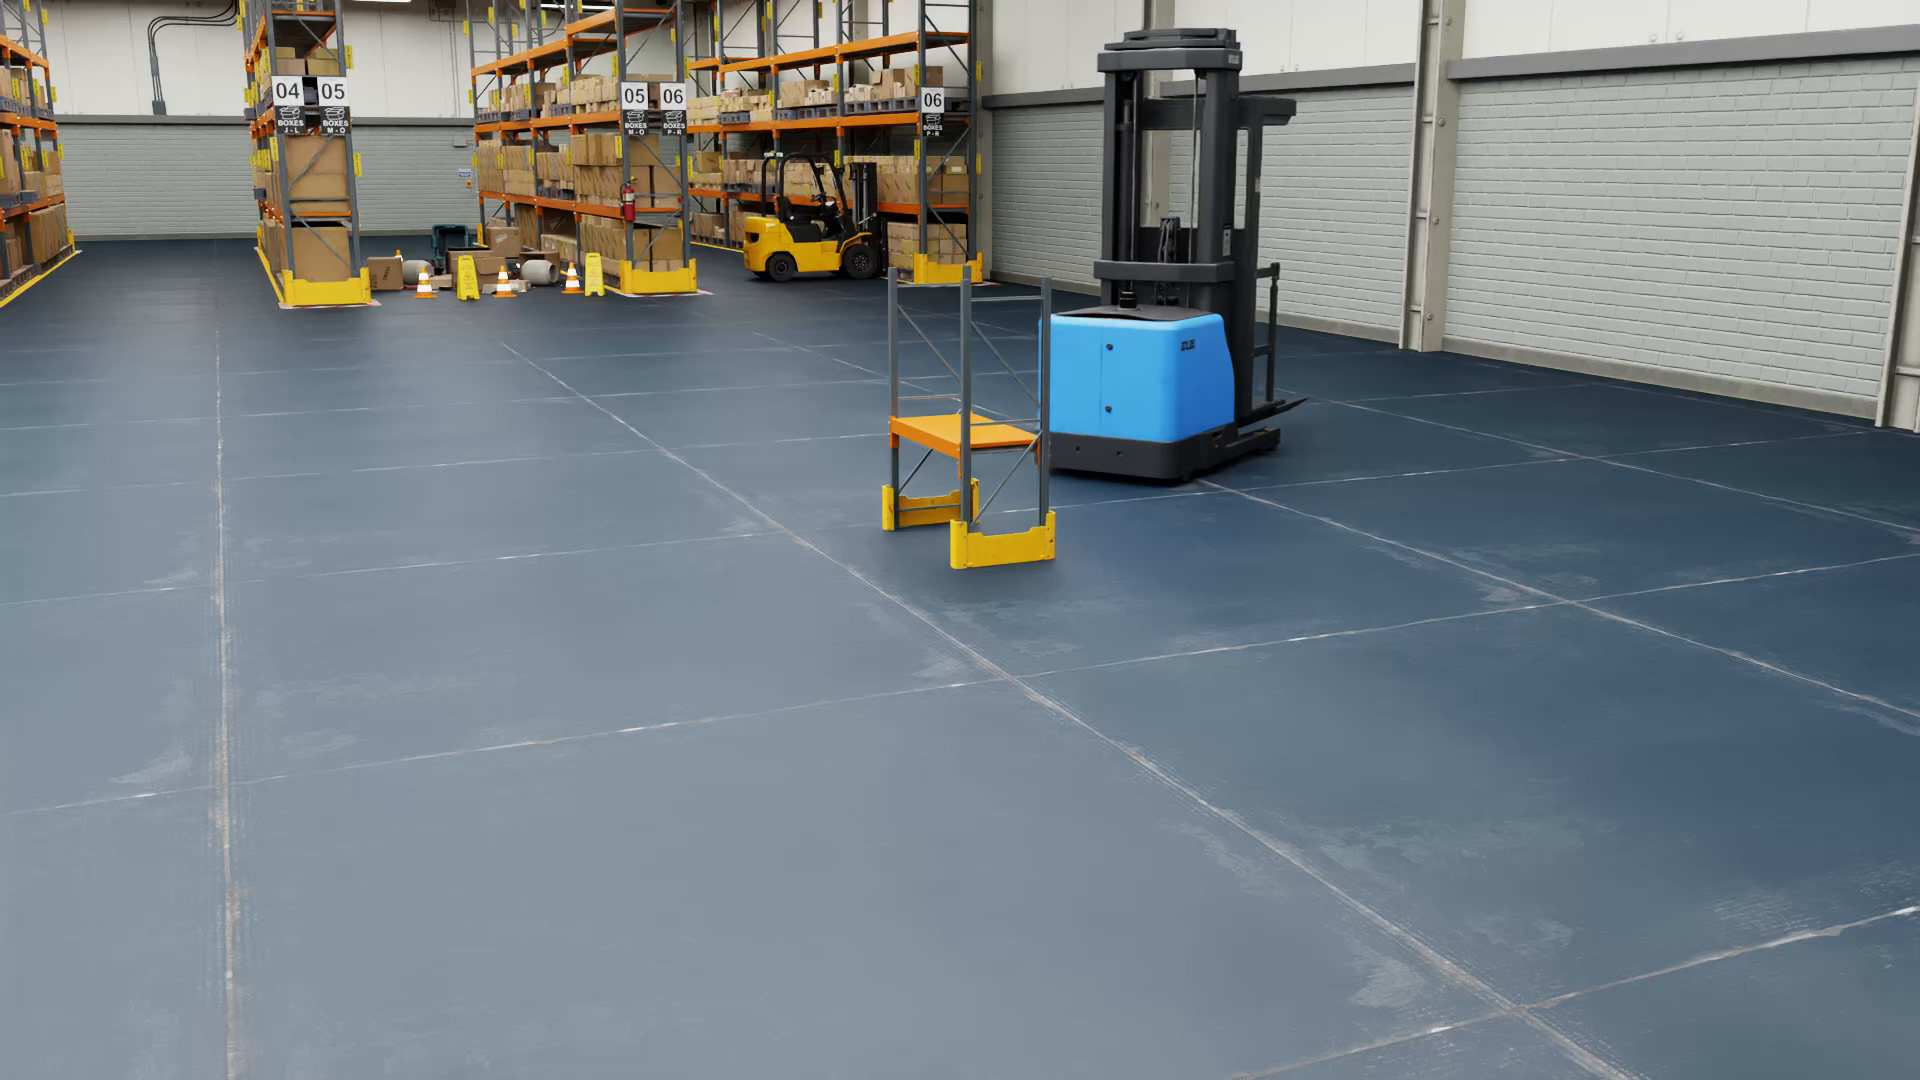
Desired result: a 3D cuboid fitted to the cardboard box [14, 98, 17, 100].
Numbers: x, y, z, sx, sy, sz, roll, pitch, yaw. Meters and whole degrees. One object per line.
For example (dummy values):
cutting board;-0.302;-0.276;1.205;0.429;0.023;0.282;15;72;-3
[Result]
cardboard box;-17.875;-8.290;30.723;0.797;0.503;0.637;-6;14;-24

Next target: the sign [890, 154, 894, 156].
sign;-1.300;-7.182;31.654;0.100;0.325;0.005;-6;14;-23

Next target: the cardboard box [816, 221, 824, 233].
cardboard box;-2.331;-5.987;32.920;0.875;0.625;0.625;-6;14;-24

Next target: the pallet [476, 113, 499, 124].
pallet;-10.855;-9.967;39.327;1.003;0.211;1.213;-6;14;-23

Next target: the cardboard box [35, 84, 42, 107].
cardboard box;-19.299;-9.132;34.147;0.700;0.500;0.500;-5;14;-20

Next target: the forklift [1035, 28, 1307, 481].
forklift;1.702;-2.097;11.932;1.130;2.935;3.031;8;15;30

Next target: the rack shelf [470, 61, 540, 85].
rack shelf;-10.361;-10.666;37.978;1.077;0.370;4.000;-6;14;-23

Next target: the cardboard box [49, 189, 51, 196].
cardboard box;-18.559;-7.003;33.532;0.380;0.149;0.250;-6;14;-25

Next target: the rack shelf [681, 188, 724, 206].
rack shelf;-5.814;-8.387;40.550;1.077;0.370;4.000;-6;14;-23

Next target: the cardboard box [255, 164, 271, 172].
cardboard box;-13.069;-7.013;31.323;0.380;0.149;0.250;-6;14;-25

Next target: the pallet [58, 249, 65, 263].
pallet;-18.873;-5.786;33.899;1.003;0.211;1.213;-6;14;-23

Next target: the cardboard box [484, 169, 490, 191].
cardboard box;-10.817;-8.416;38.860;0.500;0.500;0.500;-6;14;-23

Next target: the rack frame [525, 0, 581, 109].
rack frame;-7.957;-9.971;32.496;1.000;3.000;0.127;-6;14;-23

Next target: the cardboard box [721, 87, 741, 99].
cardboard box;-5.212;-10.169;37.830;0.396;0.266;0.258;-6;14;-24

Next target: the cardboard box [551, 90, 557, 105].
cardboard box;-7.320;-8.248;31.472;0.797;0.503;0.637;-6;14;-23

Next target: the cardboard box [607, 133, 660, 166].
cardboard box;-5.157;-6.162;26.244;0.700;0.500;0.500;-6;14;-24

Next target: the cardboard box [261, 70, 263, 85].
cardboard box;-10.911;-7.414;26.621;0.500;0.250;0.500;-6;14;-23

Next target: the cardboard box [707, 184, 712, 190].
cardboard box;-5.831;-8.455;39.806;0.380;0.149;0.250;-6;14;-24

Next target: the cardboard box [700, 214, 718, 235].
cardboard box;-6.030;-7.704;40.617;0.500;0.500;0.500;-5;14;-22

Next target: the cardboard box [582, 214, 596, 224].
cardboard box;-6.371;-5.591;28.940;0.380;0.149;0.250;-5;14;-22

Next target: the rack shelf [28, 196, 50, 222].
rack shelf;-17.839;-6.216;31.171;1.077;0.370;4.000;-6;14;-23

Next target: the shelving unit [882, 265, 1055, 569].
shelving unit;0.031;-0.715;9.133;0.587;1.500;1.083;-6;14;-23

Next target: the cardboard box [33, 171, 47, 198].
cardboard box;-18.202;-6.957;32.553;0.500;0.500;0.500;-6;14;-23

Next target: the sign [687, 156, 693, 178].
sign;-4.256;-5.867;26.145;0.100;0.325;0.005;-6;14;-23

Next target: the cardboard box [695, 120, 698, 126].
cardboard box;-6.176;-10.077;40.163;0.380;0.149;0.250;-6;14;-23

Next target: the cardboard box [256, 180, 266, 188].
cardboard box;-13.071;-6.723;31.392;0.380;0.149;0.250;-5;14;-22

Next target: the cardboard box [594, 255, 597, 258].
cardboard box;-5.927;-4.722;28.288;0.500;0.250;0.500;-6;14;-24

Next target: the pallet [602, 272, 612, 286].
pallet;-5.561;-4.476;28.240;1.003;0.211;1.213;-6;14;-23

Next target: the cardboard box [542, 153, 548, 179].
cardboard box;-7.774;-7.226;32.126;0.500;0.500;0.500;-5;14;-20

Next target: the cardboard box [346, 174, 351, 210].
cardboard box;-9.787;-5.312;25.337;0.875;0.550;0.550;-6;14;-23

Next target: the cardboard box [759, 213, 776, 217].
cardboard box;-4.208;-7.102;36.576;0.380;0.149;0.250;-6;14;-24

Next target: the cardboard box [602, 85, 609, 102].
cardboard box;-5.393;-7.116;26.483;0.500;0.250;0.500;-6;14;-24

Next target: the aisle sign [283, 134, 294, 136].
aisle sign;-15.411;-9.542;38.181;0.394;0.787;0.004;-6;14;-23

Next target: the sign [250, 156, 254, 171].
sign;-16.154;-8.606;37.982;0.100;0.325;0.005;-6;14;-23

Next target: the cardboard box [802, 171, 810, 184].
cardboard box;-2.836;-7.238;33.214;0.500;0.250;0.500;-5;14;-22

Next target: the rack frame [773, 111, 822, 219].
rack frame;-3.411;-7.498;35.113;1.000;3.000;0.127;-6;14;-23

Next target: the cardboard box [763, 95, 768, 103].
cardboard box;-3.981;-9.384;35.398;0.380;0.149;0.250;-6;14;-25

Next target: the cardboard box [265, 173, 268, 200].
cardboard box;-12.314;-6.407;30.180;0.500;0.500;0.500;-6;14;-24

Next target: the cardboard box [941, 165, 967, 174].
cardboard box;-0.104;-6.303;28.291;0.380;0.149;0.250;-6;14;-24

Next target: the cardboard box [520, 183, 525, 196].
cardboard box;-8.804;-7.266;34.445;0.500;0.250;0.500;-6;14;-24

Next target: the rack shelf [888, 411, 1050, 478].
rack shelf;0.034;-0.538;9.165;0.538;0.185;1.000;-6;14;-23

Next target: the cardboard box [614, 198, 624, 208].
cardboard box;-5.302;-5.374;26.493;0.380;0.149;0.250;-6;14;-24

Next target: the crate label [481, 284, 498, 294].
crate label;-7.359;-3.960;26.175;0.298;0.136;0.250;9;16;35

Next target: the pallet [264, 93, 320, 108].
pallet;-10.532;-7.002;26.517;1.003;0.211;1.213;-6;14;-23

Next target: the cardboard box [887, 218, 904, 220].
cardboard box;-1.217;-5.836;30.882;0.500;0.250;0.500;-6;14;-24

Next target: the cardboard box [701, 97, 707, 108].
cardboard box;-5.842;-10.393;39.534;0.500;0.250;0.500;-5;14;-22

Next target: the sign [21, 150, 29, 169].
sign;-16.544;-6.730;29.404;0.100;0.325;0.005;-6;14;-23

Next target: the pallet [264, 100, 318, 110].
pallet;-11.262;-7.307;28.062;0.805;0.209;1.217;-6;14;-25

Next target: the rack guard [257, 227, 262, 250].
rack guard;-15.626;-7.000;38.506;1.175;0.500;0.348;-6;14;-23

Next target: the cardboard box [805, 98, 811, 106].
cardboard box;-2.836;-8.623;32.725;0.380;0.149;0.250;-6;14;-24

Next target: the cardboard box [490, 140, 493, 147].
cardboard box;-10.541;-9.081;38.076;0.380;0.149;0.250;-6;14;-23

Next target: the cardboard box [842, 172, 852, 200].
cardboard box;-1.870;-6.605;31.033;0.500;0.500;0.500;-6;14;-25

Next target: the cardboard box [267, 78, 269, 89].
cardboard box;-9.895;-6.663;24.259;0.380;0.149;0.250;-5;14;-22

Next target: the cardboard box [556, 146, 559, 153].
cardboard box;-7.931;-7.708;33.584;0.500;0.500;0.500;-6;14;-25
